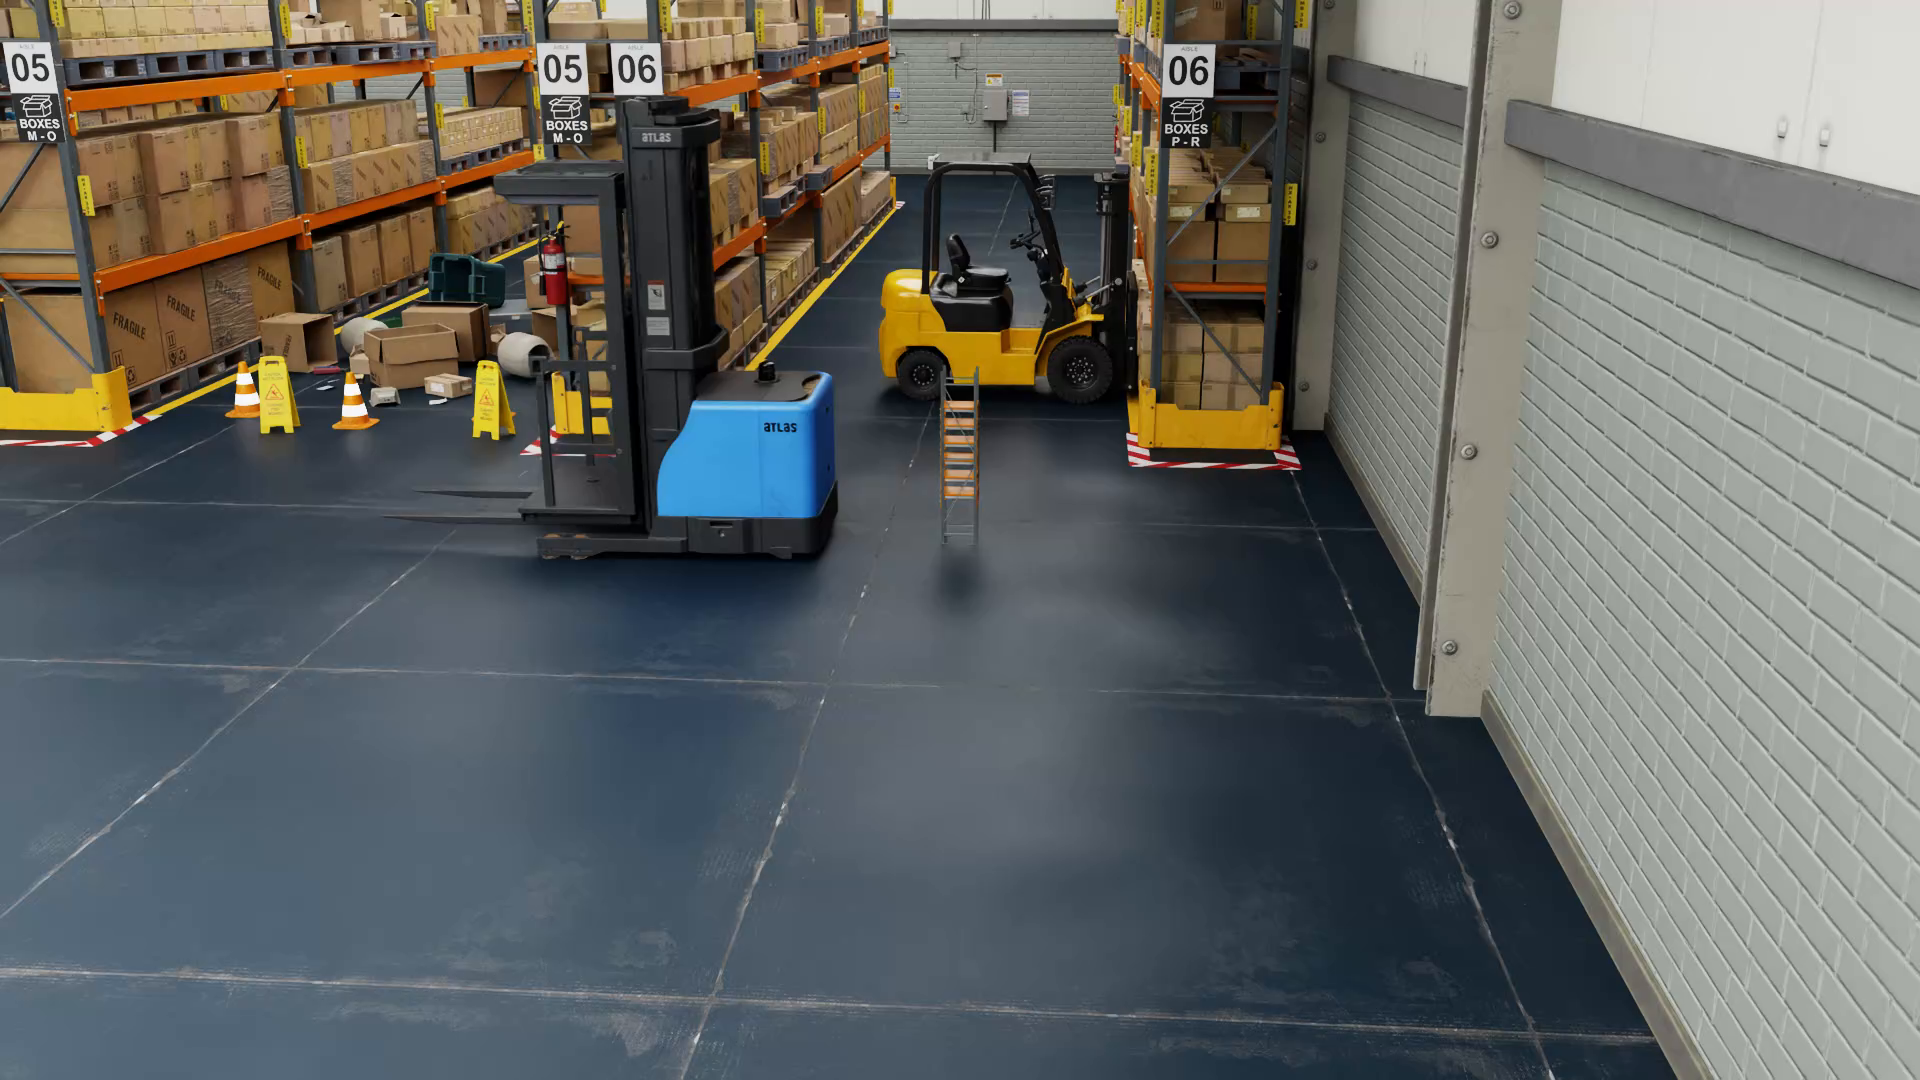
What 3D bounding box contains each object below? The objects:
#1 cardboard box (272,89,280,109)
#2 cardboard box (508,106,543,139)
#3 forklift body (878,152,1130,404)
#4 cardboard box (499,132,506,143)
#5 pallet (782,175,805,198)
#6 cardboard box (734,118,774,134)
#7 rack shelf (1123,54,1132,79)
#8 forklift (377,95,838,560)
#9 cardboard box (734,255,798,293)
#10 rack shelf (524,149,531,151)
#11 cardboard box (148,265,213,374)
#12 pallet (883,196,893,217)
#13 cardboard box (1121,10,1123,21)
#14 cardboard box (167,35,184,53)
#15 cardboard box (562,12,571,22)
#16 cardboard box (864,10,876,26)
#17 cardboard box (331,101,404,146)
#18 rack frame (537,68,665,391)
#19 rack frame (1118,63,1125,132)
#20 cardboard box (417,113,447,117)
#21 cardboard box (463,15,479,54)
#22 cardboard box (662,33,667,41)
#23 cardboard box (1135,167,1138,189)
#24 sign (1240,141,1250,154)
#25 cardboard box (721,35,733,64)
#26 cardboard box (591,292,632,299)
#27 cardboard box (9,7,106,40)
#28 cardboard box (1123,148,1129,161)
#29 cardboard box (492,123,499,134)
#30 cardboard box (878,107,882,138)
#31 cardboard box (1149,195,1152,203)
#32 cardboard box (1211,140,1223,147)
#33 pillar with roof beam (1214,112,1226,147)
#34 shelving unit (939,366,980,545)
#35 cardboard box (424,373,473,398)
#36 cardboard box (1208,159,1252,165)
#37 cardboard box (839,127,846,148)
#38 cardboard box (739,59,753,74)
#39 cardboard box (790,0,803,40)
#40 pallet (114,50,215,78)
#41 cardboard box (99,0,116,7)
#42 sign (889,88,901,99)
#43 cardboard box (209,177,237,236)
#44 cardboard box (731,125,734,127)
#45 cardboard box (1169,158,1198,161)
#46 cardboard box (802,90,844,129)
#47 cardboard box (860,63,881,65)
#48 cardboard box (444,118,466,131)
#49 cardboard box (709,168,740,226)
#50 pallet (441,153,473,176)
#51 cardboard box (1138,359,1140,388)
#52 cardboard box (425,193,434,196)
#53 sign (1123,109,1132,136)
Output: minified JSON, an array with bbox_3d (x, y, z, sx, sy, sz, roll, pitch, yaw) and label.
[{"bbox_3d":[-11.952,-7.668,28.565,0.500,0.500,0.500,1,18,3],"label":"cardboard box"},{"bbox_3d":[-6.673,-6.492,25.781,0.500,0.500,0.500,1,18,3],"label":"cardboard box"},{"bbox_3d":[0.392,-2.466,15.494,2.313,2.155,1.214,1,18,4],"label":"forklift body"},{"bbox_3d":[-6.847,-5.872,24.254,0.380,0.149,0.250,0,18,1],"label":"cardboard box"},{"bbox_3d":[-2.403,-4.127,19.508,1.003,0.211,1.213,1,18,4],"label":"pallet"},{"bbox_3d":[-2.202,-4.426,17.760,0.380,0.149,0.250,1,18,4],"label":"cardboard box"},{"bbox_3d":[2.793,-6.429,22.564,1.077,0.370,4.000,1,18,4],"label":"rack shelf"},{"bbox_3d":[-2.404,-1.424,11.061,3.031,2.935,1.130,1,18,3],"label":"forklift"},{"bbox_3d":[-2.457,-3.145,19.748,0.950,0.372,0.625,2,18,6],"label":"cardboard box"},{"bbox_3d":[-6.816,-6.434,27.398,1.077,0.370,4.000,1,18,4],"label":"rack shelf"},{"bbox_3d":[-7.776,-2.104,15.763,0.875,0.875,0.875,1,18,3],"label":"cardboard box"},{"bbox_3d":[-1.707,-5.743,28.611,1.003,0.211,1.213,1,18,4],"label":"pallet"},{"bbox_3d":[2.469,-7.416,23.511,0.380,0.149,0.250,1,18,3],"label":"cardboard box"},{"bbox_3d":[-7.367,-4.552,15.248,0.380,0.149,0.250,1,18,4],"label":"cardboard box"},{"bbox_3d":[-6.575,-8.366,26.759,0.500,0.250,0.500,0,18,2],"label":"cardboard box"},{"bbox_3d":[-1.671,-8.778,27.983,0.500,0.250,0.500,0,18,-1],"label":"cardboard box"},{"bbox_3d":[-7.323,-5.139,20.524,0.700,0.500,0.500,1,18,3],"label":"cardboard box"},{"bbox_3d":[-2.875,-2.349,13.775,1.000,3.000,0.127,1,18,4],"label":"rack frame"},{"bbox_3d":[3.223,-7.209,28.606,1.000,3.000,0.127,1,18,4],"label":"rack frame"},{"bbox_3d":[-7.538,-6.004,23.704,0.380,0.149,0.250,2,18,6],"label":"cardboard box"},{"bbox_3d":[-6.880,-6.868,22.588,0.500,0.500,0.500,1,18,4],"label":"cardboard box"},{"bbox_3d":[-2.644,-4.219,13.786,0.380,0.149,0.250,1,18,4],"label":"cardboard box"},{"bbox_3d":[2.173,-3.966,18.148,0.500,0.250,0.500,1,18,2],"label":"cardboard box"},{"bbox_3d":[2.916,-3.919,17.048,0.100,0.325,0.005,1,18,4],"label":"sign"},{"bbox_3d":[-2.438,-4.629,15.678,0.500,0.250,0.500,1,18,3],"label":"cardboard box"},{"bbox_3d":[-3.119,-2.277,15.050,0.380,0.149,0.250,2,18,6],"label":"cardboard box"},{"bbox_3d":[-7.529,-4.315,13.885,0.500,0.250,0.500,1,18,4],"label":"cardboard box"},{"bbox_3d":[2.314,-5.017,21.645,0.380,0.149,0.250,2,18,5],"label":"cardboard box"},{"bbox_3d":[-6.865,-5.924,23.936,0.380,0.149,0.250,0,18,1],"label":"cardboard box"},{"bbox_3d":[-1.577,-6.895,27.487,0.500,0.500,0.500,2,18,6],"label":"cardboard box"},{"bbox_3d":[1.889,-3.108,14.889,0.380,0.149,0.250,1,18,4],"label":"cardboard box"},{"bbox_3d":[2.862,-4.575,19.365,0.380,0.149,0.250,1,18,3],"label":"cardboard box"},{"bbox_3d":[-0.409,-9.110,24.772,9.100,9.000,0.400,1,18,4],"label":"pillar with roof beam"},{"bbox_3d":[-0.001,-0.566,11.222,0.258,1.200,0.189,1,18,4],"label":"shelving unit"},{"bbox_3d":[-4.796,-1.446,15.598,0.380,0.149,0.250,12,22,32],"label":"cardboard box"},{"bbox_3d":[2.517,-3.476,15.534,0.380,0.149,0.250,1,18,3],"label":"cardboard box"},{"bbox_3d":[-1.883,-5.624,23.208,0.500,0.250,0.500,2,18,5],"label":"cardboard box"},{"bbox_3d":[-2.306,-4.793,16.818,0.380,0.149,0.250,1,18,4],"label":"cardboard box"},{"bbox_3d":[-2.425,-6.628,21.177,0.797,0.503,0.637,0,18,1],"label":"cardboard box"},{"bbox_3d":[-7.692,-4.422,15.426,1.003,0.211,1.213,1,18,4],"label":"pallet"},{"bbox_3d":[-7.441,-4.614,14.158,0.380,0.149,0.250,1,18,3],"label":"cardboard box"},{"bbox_3d":[-1.391,-9.219,34.306,0.327,0.218,0.001,1,18,4],"label":"sign"},{"bbox_3d":[-7.720,-3.291,16.407,0.875,0.550,0.550,1,18,4],"label":"cardboard box"},{"bbox_3d":[-2.707,-4.443,18.851,0.500,0.500,0.500,2,18,6],"label":"cardboard box"},{"bbox_3d":[2.031,-3.485,15.560,0.380,0.149,0.250,1,18,4],"label":"cardboard box"},{"bbox_3d":[-1.904,-5.975,23.075,0.500,0.500,0.500,2,18,5],"label":"cardboard box"},{"bbox_3d":[-1.554,-8.033,28.314,0.380,0.149,0.250,2,18,5],"label":"cardboard box"},{"bbox_3d":[-6.962,-5.657,22.643,0.380,0.149,0.250,1,18,2],"label":"cardboard box"},{"bbox_3d":[-2.435,-3.315,16.086,0.500,0.500,0.500,2,18,5],"label":"cardboard box"},{"bbox_3d":[-7.301,-5.045,22.312,1.213,0.211,1.003,1,18,4],"label":"pallet"},{"bbox_3d":[1.840,-1.440,14.741,0.500,0.250,0.500,1,18,4],"label":"cardboard box"},{"bbox_3d":[-7.433,-4.656,22.952,0.500,0.250,0.500,2,18,5],"label":"cardboard box"},{"bbox_3d":[2.108,-5.246,20.883,0.100,0.325,0.005,1,18,4],"label":"sign"}]
